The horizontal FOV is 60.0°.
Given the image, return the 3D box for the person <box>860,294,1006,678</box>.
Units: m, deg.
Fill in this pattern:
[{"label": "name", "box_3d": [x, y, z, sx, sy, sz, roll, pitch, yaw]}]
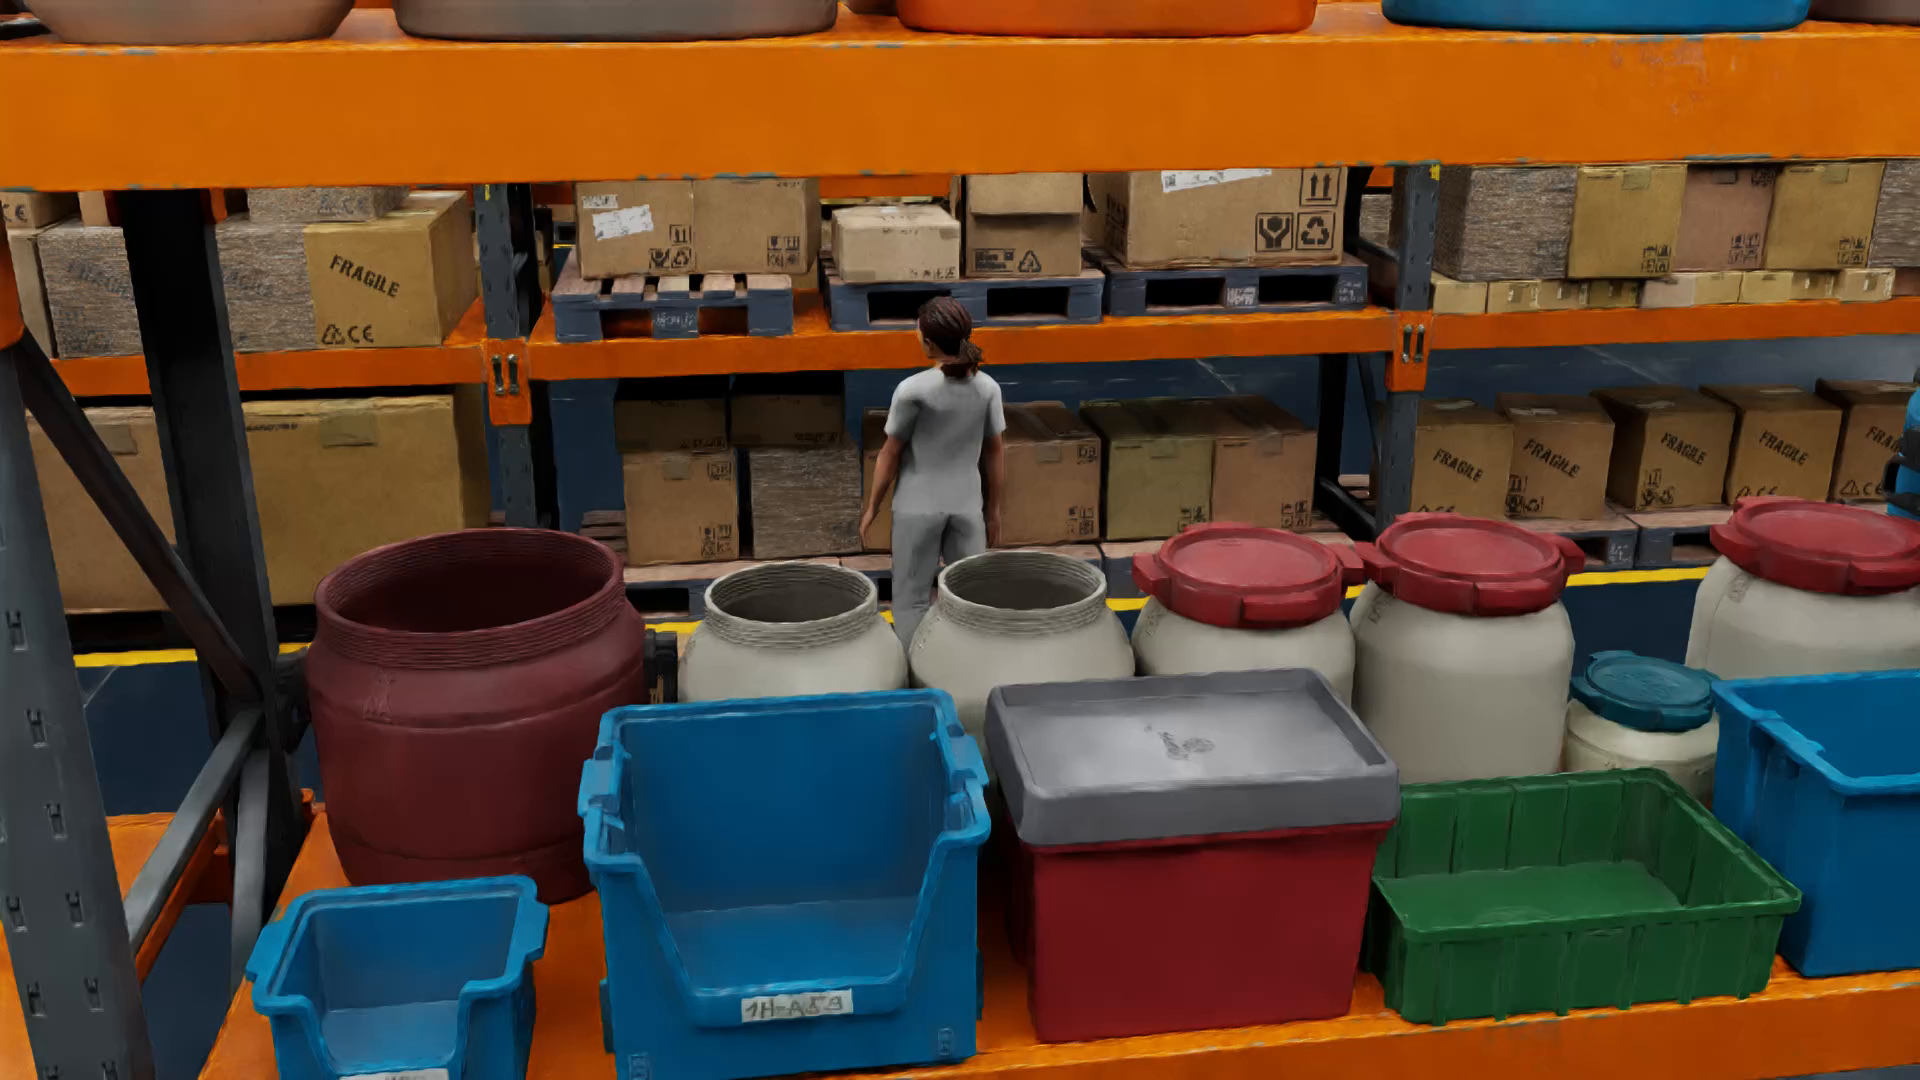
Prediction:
[{"label": "person", "box_3d": [-0.085, -0.089, 6.275, 0.583, 1.667, 0.441, -7, 21, -19]}]
